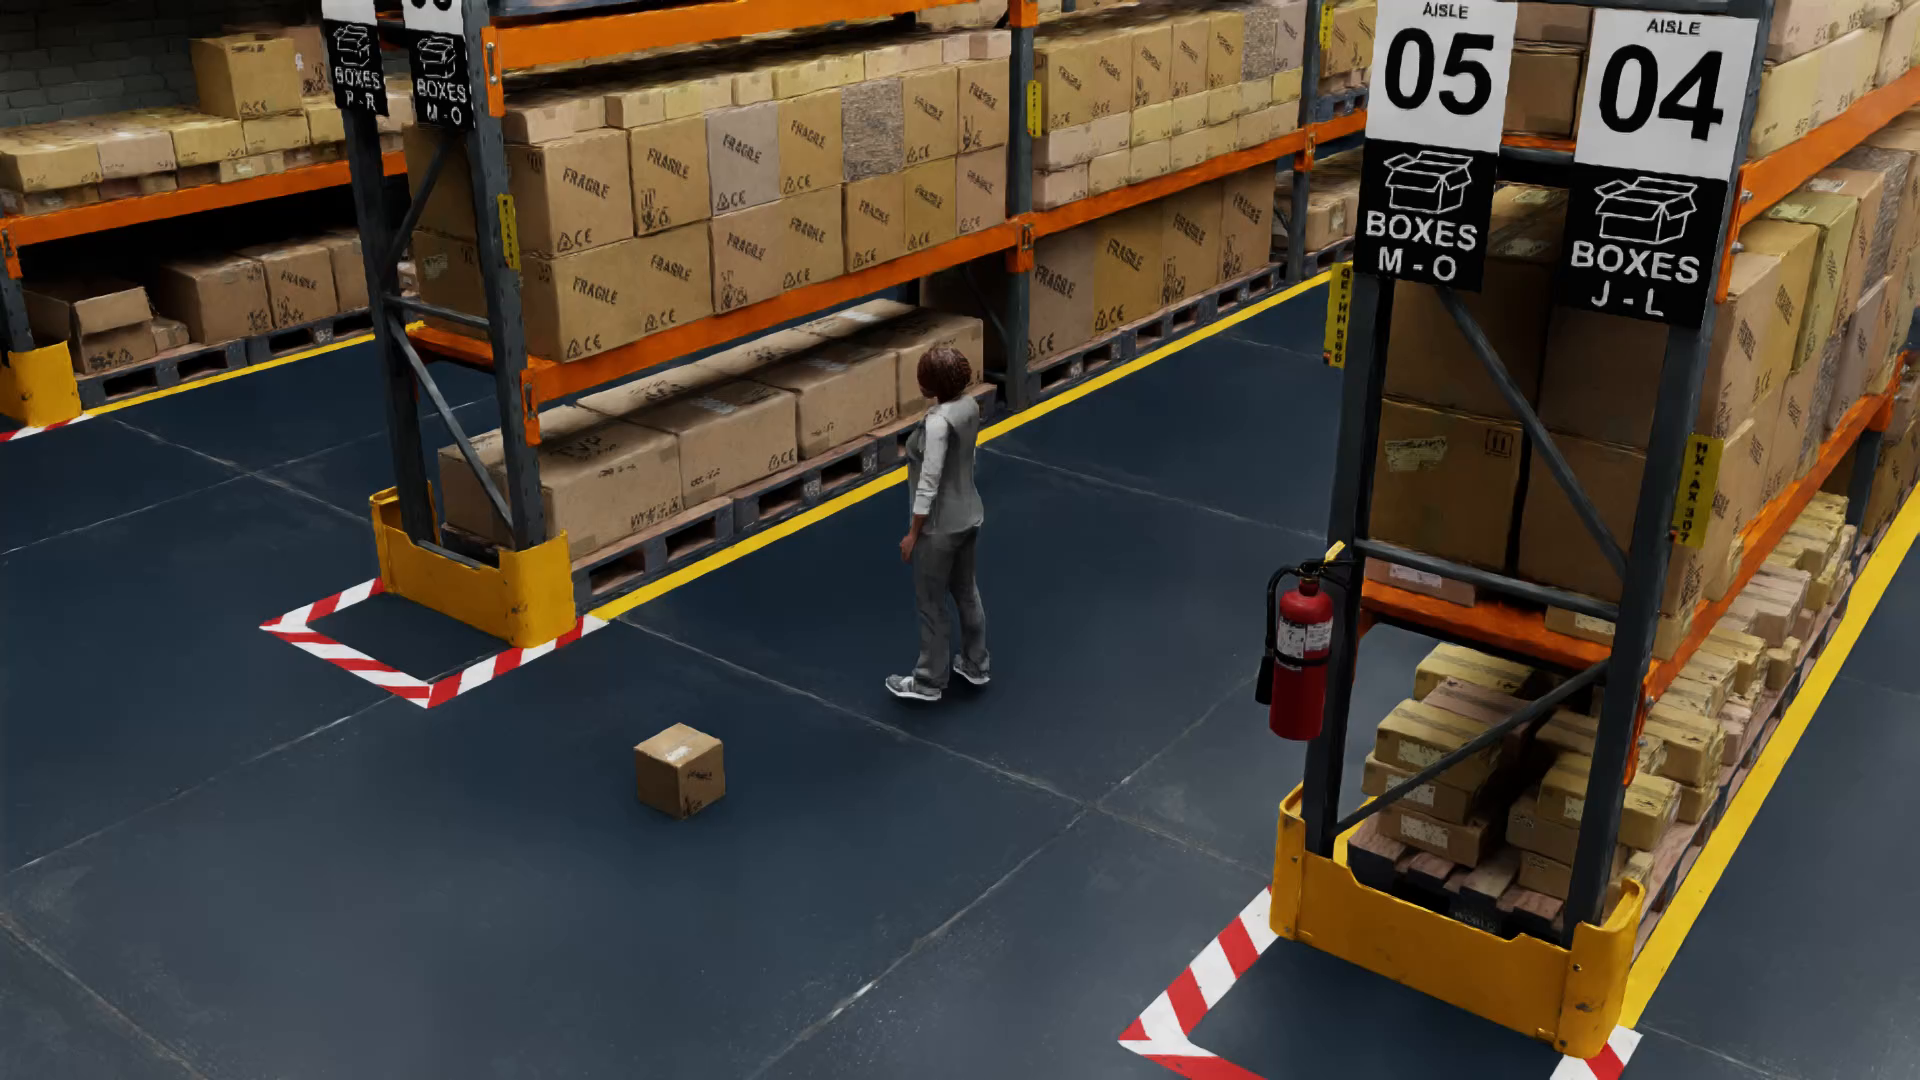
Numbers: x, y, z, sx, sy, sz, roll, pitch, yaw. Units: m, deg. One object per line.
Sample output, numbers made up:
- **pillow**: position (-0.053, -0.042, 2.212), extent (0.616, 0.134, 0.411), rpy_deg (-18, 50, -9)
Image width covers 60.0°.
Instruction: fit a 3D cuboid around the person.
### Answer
- **person**: position (-0.090, -0.066, 7.196), extent (0.406, 1.602, 0.506), rpy_deg (11, 26, 23)
